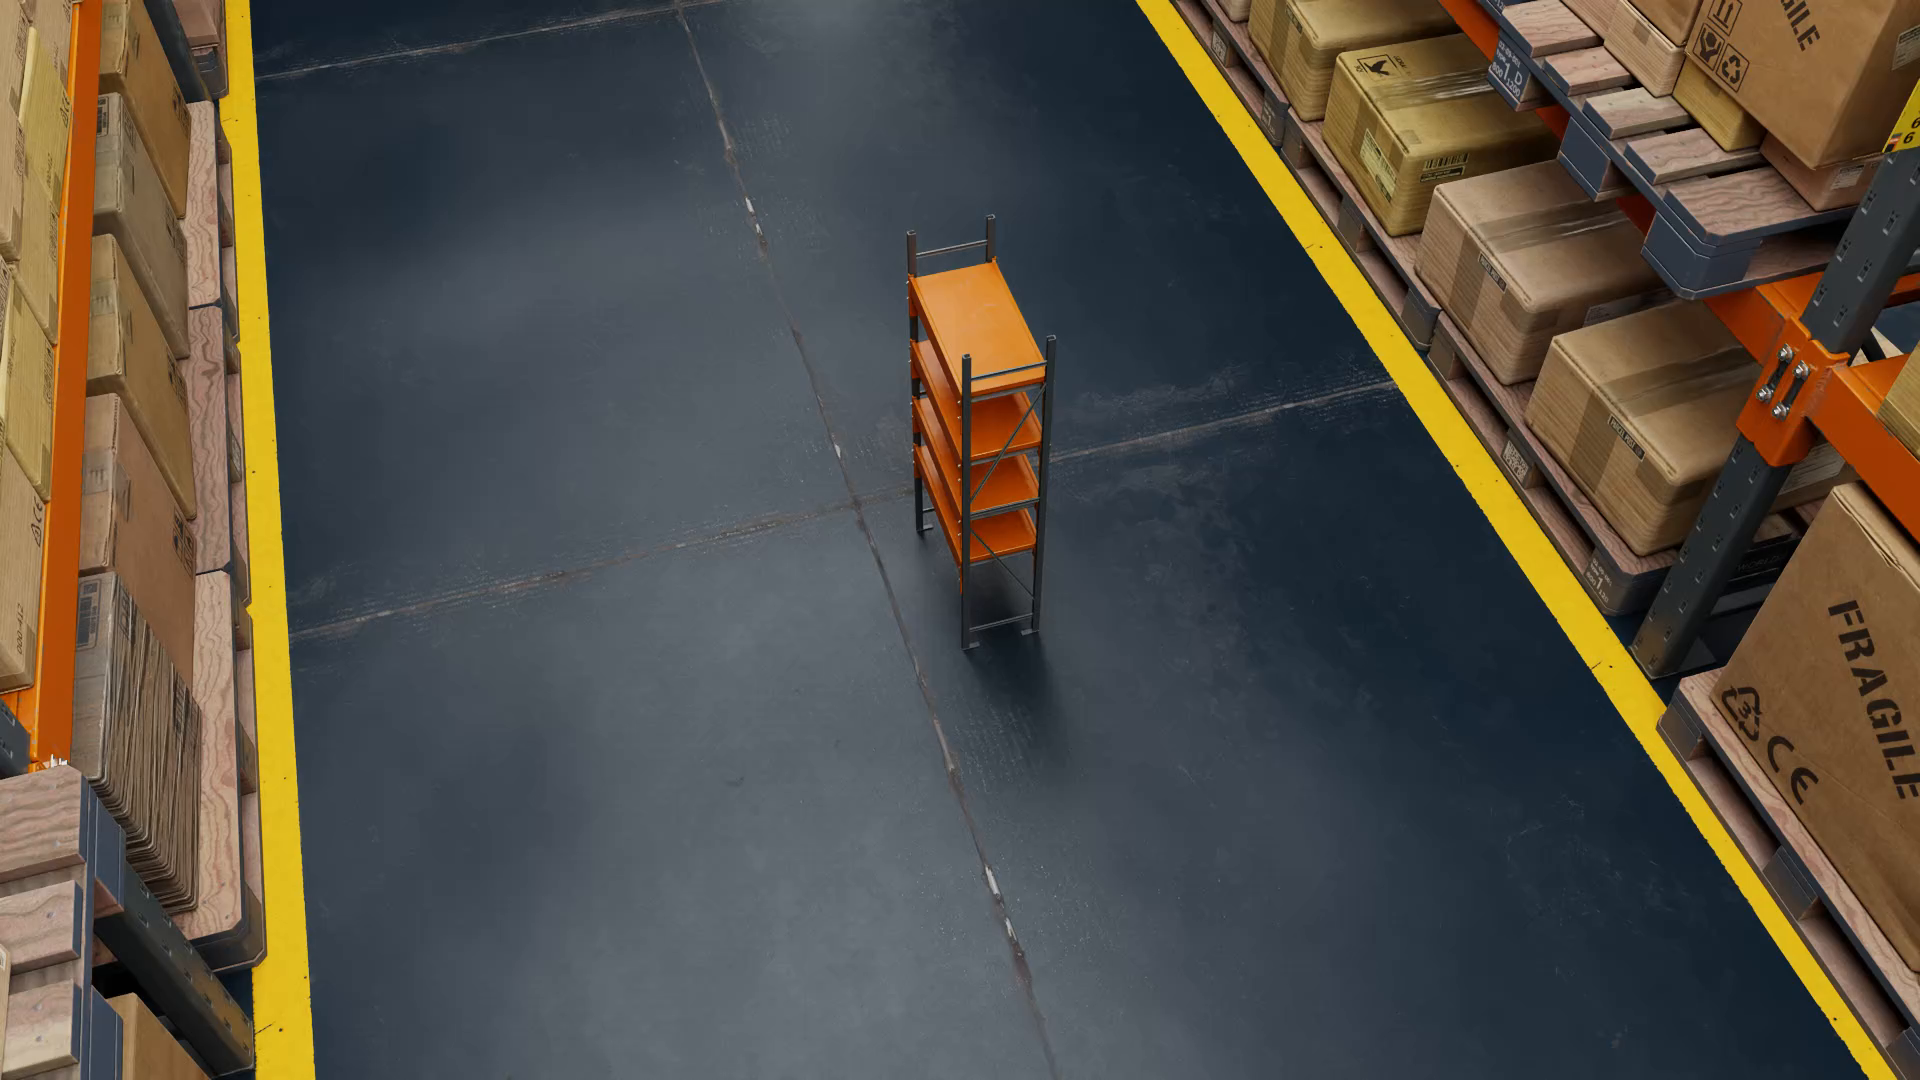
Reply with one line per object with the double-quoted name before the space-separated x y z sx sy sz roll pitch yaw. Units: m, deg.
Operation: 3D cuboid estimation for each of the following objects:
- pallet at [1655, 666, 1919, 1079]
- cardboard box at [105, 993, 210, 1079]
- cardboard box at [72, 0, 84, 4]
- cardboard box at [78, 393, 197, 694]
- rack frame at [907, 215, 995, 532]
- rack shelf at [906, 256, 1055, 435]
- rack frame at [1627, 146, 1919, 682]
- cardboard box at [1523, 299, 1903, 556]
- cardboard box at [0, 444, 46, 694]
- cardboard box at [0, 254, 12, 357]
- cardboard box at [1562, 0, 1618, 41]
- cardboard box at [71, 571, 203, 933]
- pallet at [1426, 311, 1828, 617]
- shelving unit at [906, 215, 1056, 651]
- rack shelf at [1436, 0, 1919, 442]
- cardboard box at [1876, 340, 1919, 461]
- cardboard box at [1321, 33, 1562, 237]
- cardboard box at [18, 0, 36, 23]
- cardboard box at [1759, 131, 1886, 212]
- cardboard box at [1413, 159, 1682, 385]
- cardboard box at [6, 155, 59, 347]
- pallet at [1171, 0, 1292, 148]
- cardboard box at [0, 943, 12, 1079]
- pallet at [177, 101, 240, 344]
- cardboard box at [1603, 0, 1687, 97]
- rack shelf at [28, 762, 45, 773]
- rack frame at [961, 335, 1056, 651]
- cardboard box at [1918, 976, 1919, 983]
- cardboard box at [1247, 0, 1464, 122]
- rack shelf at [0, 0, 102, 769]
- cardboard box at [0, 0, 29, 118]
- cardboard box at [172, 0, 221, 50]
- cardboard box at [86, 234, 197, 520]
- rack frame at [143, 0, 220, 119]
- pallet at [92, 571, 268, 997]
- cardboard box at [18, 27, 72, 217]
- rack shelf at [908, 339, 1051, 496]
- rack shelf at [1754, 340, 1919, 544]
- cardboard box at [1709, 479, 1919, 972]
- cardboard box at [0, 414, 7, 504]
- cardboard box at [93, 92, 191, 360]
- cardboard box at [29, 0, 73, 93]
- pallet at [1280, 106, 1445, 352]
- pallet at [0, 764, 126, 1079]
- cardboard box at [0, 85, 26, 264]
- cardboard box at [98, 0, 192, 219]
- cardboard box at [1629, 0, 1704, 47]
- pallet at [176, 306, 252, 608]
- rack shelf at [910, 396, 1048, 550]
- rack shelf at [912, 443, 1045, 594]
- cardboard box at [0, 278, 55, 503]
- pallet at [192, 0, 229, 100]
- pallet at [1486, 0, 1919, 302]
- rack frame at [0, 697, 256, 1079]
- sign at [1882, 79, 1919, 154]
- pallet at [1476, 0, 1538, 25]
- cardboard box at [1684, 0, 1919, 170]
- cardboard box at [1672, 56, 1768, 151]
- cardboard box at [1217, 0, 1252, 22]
"pallet" 2.653 0.785 4.450 1.003 0.211 1.213 -13 51 -11
"cardboard box" -1.919 1.349 3.511 0.500 0.500 0.500 -12 51 -10
"cardboard box" -2.879 -1.780 4.887 0.500 0.250 0.500 -14 51 -11
"cardboard box" -2.621 0.114 4.470 0.875 0.625 0.625 -12 51 -10
"rack frame" -0.023 -0.444 4.840 0.240 1.200 0.015 -13 51 -11
"rack shelf" 0.049 -0.519 4.389 0.258 0.148 0.480 -13 51 -11
"rack frame" 2.491 -0.707 3.884 1.000 3.000 0.127 -13 51 -11
"cardboard box" 2.334 -0.410 5.078 0.950 0.372 0.625 -16 52 -13
"cardboard box" -2.147 0.087 3.312 0.500 0.250 0.500 -13 51 -11
"cardboard box" -2.294 -0.440 3.430 0.500 0.250 0.500 -12 51 -10
"cardboard box" 1.837 -1.486 4.431 0.380 0.149 0.250 -16 52 -13
"cardboard box" -2.421 0.590 4.069 0.875 0.625 0.625 -12 51 -10
"pallet" 2.262 -0.379 5.431 1.003 0.211 1.213 -13 51 -11
"shelving unit" 0.049 -0.266 4.689 0.258 1.200 0.503 -13 51 -11
"rack shelf" 1.900 -1.935 5.390 1.077 0.370 4.000 -13 51 -11
"cardboard box" 2.396 -0.244 3.592 0.500 0.250 0.500 -14 51 -12
"cardboard box" 1.889 -1.502 5.998 0.950 0.372 0.625 -12 51 -10
"cardboard box" -2.738 -1.566 4.380 0.500 0.250 0.500 -12 51 -10
"cardboard box" 2.170 -0.947 3.976 0.380 0.149 0.250 -12 51 -10
"cardboard box" 2.108 -0.947 5.530 0.950 0.372 0.625 -14 51 -12
"cardboard box" -2.450 -0.656 3.939 0.500 0.250 0.500 -15 51 -12
"pallet" 1.540 -2.161 6.934 1.003 0.211 1.213 -13 51 -11
"cardboard box" -1.688 0.757 2.539 0.380 0.149 0.250 -12 51 -10
"pallet" -3.177 -1.075 6.018 1.003 0.211 1.213 -13 51 -11
"cardboard box" 1.904 -1.300 4.274 0.380 0.149 0.250 -14 51 -11
"rack shelf" -1.658 2.111 1.979 1.077 0.370 4.000 -13 51 -11
"rack frame" 0.121 -0.088 4.539 0.240 1.200 0.015 -13 51 -11
"cardboard box" 2.876 1.019 3.544 0.875 0.875 0.875 -13 51 -11
"cardboard box" 1.682 -2.010 6.426 0.950 0.372 0.625 -10 51 -9
"rack shelf" -2.841 -0.810 4.442 1.077 0.370 4.000 -13 51 -11
"cardboard box" -2.607 -1.193 4.065 0.500 0.250 0.500 -13 51 -10
"cardboard box" -3.259 -2.180 6.650 0.500 0.250 0.500 -13 51 -11
"cardboard box" -2.821 -0.377 4.885 0.875 0.625 0.625 -15 52 -12
"rack frame" -3.432 -2.503 5.398 1.000 3.000 0.127 -13 51 -11
"pallet" -2.455 0.707 4.516 1.003 0.211 1.213 -13 51 -11
"cardboard box" -2.602 -1.035 4.259 0.500 0.250 0.500 -12 51 -10
"rack shelf" 0.049 -0.367 4.570 0.258 0.148 0.480 -13 51 -11
"rack shelf" 3.083 0.986 2.927 1.077 0.370 4.000 -13 51 -11
"cardboard box" 2.616 0.366 4.094 0.875 0.875 0.875 -14 51 -11
"cardboard box" -2.123 -0.079 3.126 0.500 0.250 0.500 -13 51 -11
"cardboard box" -3.045 -0.926 5.347 0.875 0.625 0.625 -14 51 -11
"cardboard box" -2.762 -1.410 4.575 0.500 0.250 0.500 -13 51 -11
"pallet" 1.905 -1.268 6.181 1.003 0.211 1.213 -13 51 -11
"pallet" -1.982 0.959 2.605 1.213 0.211 1.003 -13 51 -11
"cardboard box" -2.432 -0.826 3.756 0.500 0.250 0.500 -14 51 -12
"cardboard box" -3.267 -1.494 5.826 0.875 0.625 0.625 -11 51 -9
"cardboard box" 1.928 -1.614 4.114 0.500 0.500 0.500 -14 51 -12
"pallet" -2.812 -0.182 5.266 1.003 0.211 1.213 -13 51 -11
"rack shelf" 0.049 -0.222 4.741 0.258 0.148 0.480 -13 51 -11
"rack shelf" 0.049 -0.094 4.893 0.258 0.148 0.480 -13 51 -11
"cardboard box" -2.291 -0.281 3.623 0.500 0.250 0.500 -14 51 -12
"pallet" -3.627 -2.195 6.962 1.003 0.211 1.213 -13 51 -11
"pallet" 2.179 -1.141 4.376 1.213 0.211 1.003 -13 51 -11
"rack frame" -2.249 0.418 2.935 1.000 3.000 0.127 -13 51 -11
"sign" 1.976 -0.925 3.362 0.100 0.325 0.005 -13 51 -11
"pallet" 1.867 -2.081 5.168 1.003 0.211 1.213 -13 51 -11
"cardboard box" 2.091 -1.239 3.798 0.500 0.500 0.500 -15 51 -12
"cardboard box" 2.021 -1.127 4.128 0.380 0.149 0.250 -13 51 -10
"cardboard box" 1.466 -2.534 6.868 0.950 0.372 0.625 -13 51 -11
